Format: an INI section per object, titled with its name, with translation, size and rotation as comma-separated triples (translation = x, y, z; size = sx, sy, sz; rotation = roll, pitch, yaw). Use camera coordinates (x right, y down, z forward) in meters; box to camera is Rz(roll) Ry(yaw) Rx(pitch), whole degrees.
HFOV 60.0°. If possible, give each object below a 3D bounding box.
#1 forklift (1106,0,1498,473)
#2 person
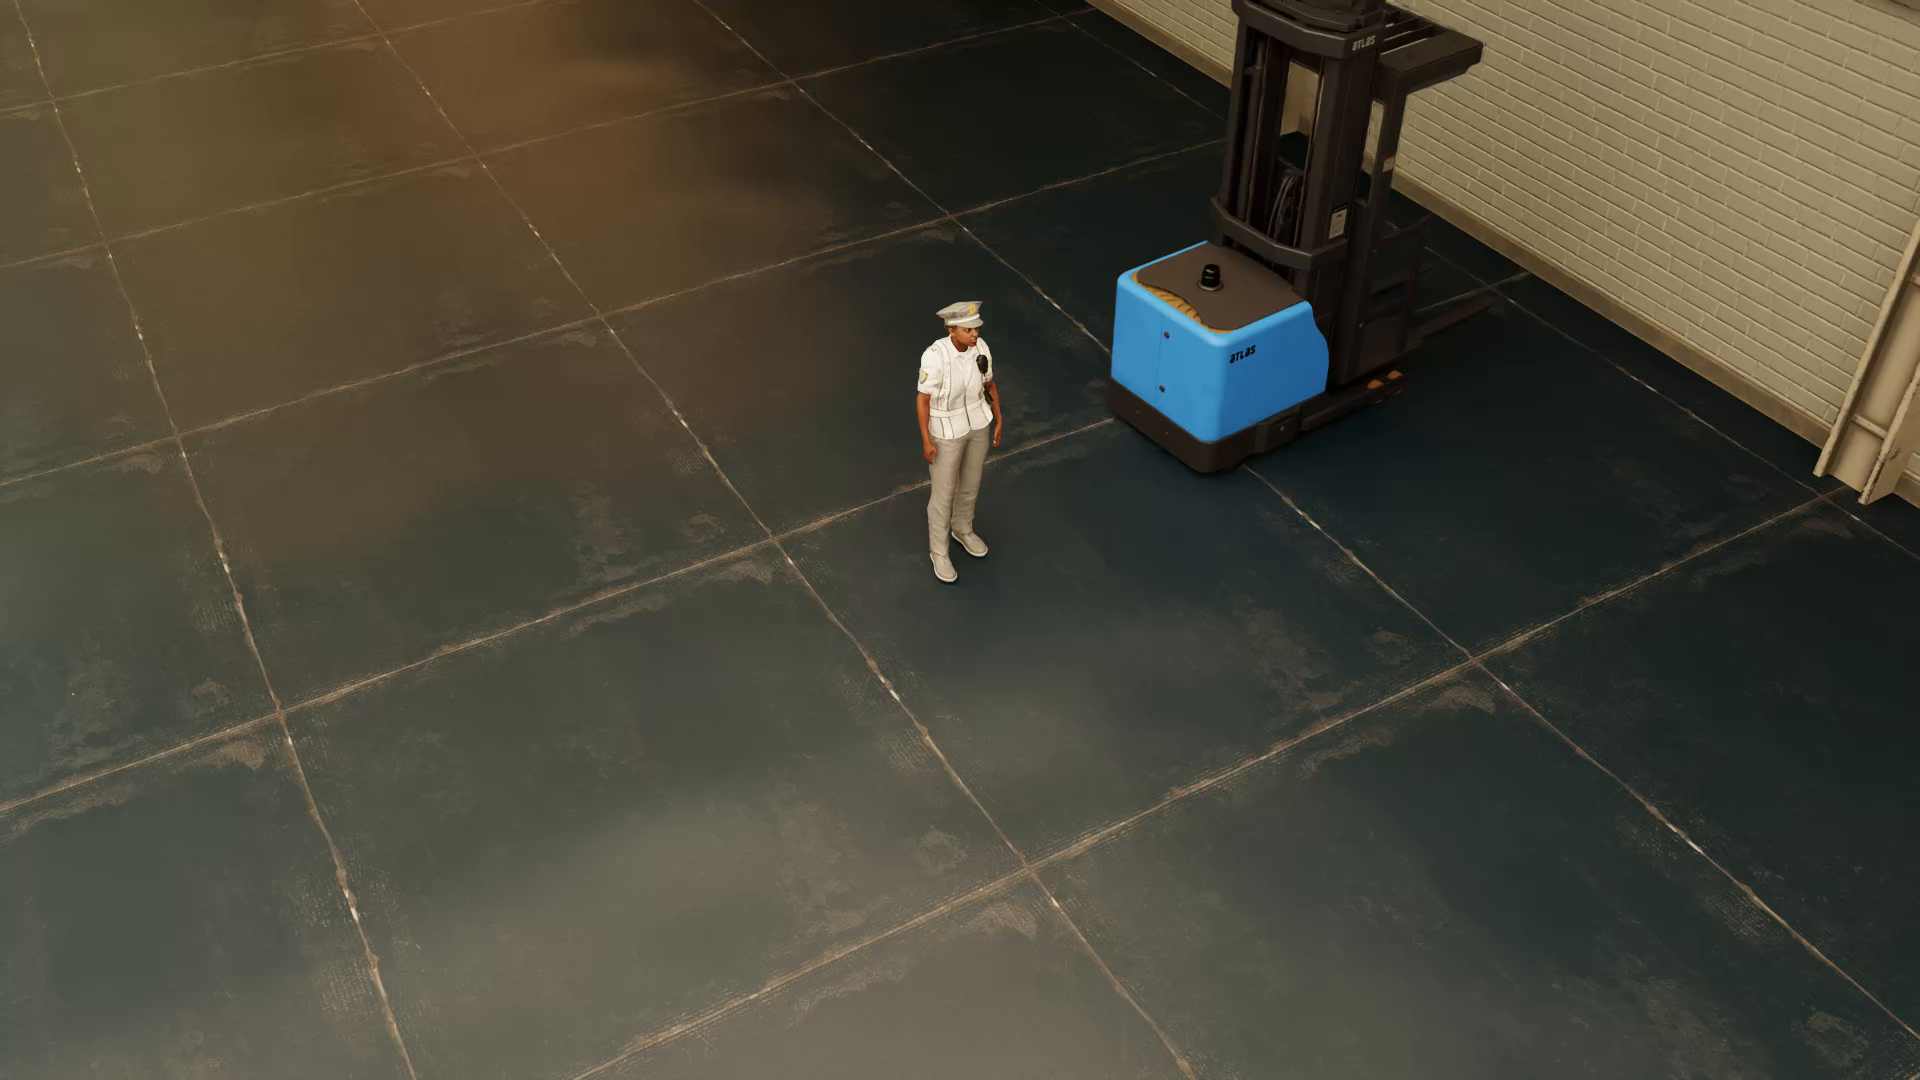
[forklift]
translation = 2.493, -2.313, 10.824
size = 3.031, 2.935, 1.130
rotation = -25, 46, -27
[person]
translation = 0.016, -0.609, 9.727
size = 0.560, 1.695, 0.530
rotation = -20, 44, -23
